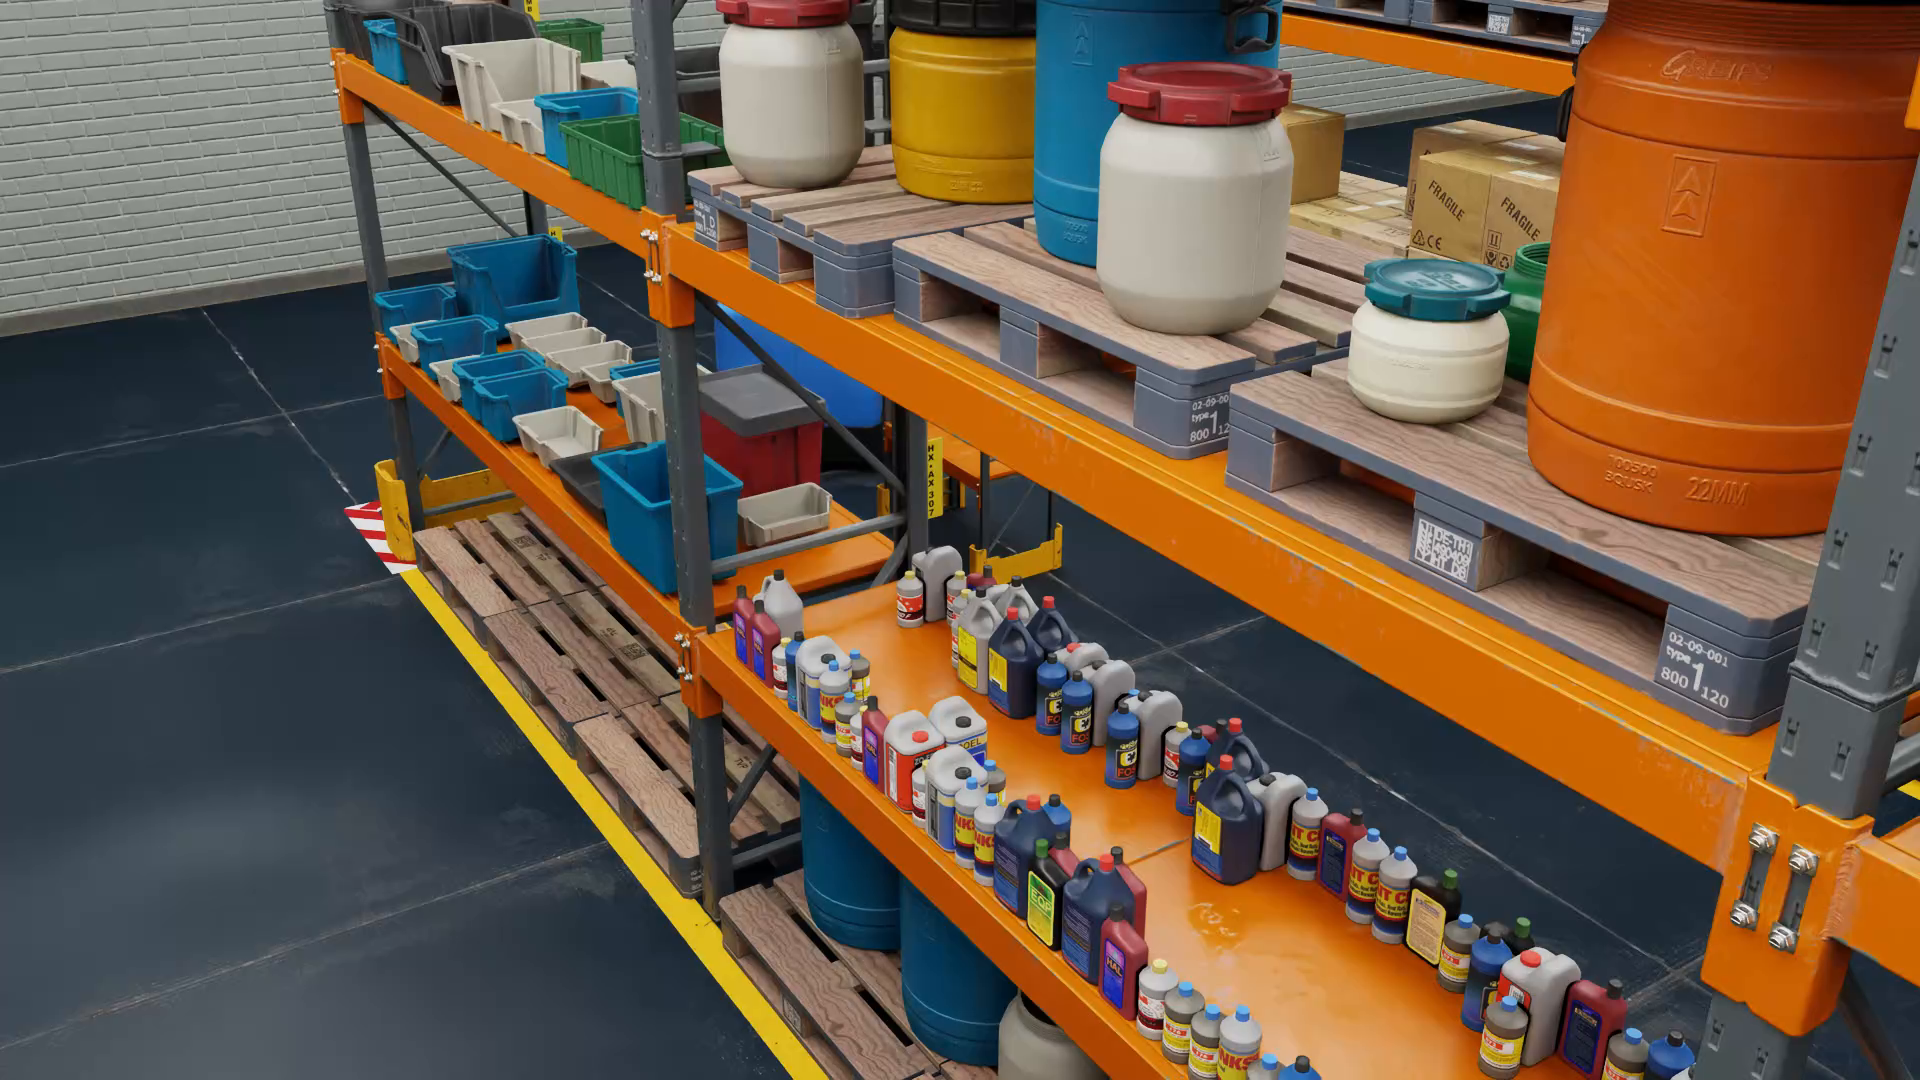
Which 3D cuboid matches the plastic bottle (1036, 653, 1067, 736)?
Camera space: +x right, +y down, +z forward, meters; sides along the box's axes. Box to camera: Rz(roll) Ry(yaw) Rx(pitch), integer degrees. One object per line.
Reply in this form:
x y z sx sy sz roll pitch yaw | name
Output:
0.294 0.489 5.351 0.097 0.271 0.097 0 25 0 | plastic bottle

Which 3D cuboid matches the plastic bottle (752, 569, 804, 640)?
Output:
-0.630 0.257 5.750 0.144 0.351 0.185 -16 29 -30 | plastic bottle

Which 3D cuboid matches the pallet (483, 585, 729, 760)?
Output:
-1.677 0.589 8.256 1.003 0.211 1.213 -16 29 -30 | pallet

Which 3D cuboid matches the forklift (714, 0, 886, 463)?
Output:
-0.971 -2.406 11.414 1.130 2.935 3.031 1 25 2 | forklift

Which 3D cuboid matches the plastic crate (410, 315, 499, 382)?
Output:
-2.538 -0.963 8.402 0.416 0.233 0.300 -16 29 -30 | plastic crate

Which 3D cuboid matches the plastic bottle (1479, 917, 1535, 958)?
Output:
1.358 1.048 4.153 0.061 0.283 0.133 -16 29 -30 | plastic bottle

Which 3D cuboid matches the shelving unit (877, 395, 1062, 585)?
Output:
0.042 -0.651 9.372 0.587 1.500 1.083 -16 29 -30 | shelving unit

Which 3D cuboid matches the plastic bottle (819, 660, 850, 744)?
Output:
-0.399 0.510 5.307 0.097 0.271 0.097 0 25 0 | plastic bottle

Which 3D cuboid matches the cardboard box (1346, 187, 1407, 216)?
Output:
2.723 -1.973 10.243 0.500 0.250 0.500 -15 29 -29 | cardboard box

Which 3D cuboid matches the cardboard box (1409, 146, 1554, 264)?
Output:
2.832 -1.824 9.049 0.500 0.500 0.500 -15 29 -29 | cardboard box

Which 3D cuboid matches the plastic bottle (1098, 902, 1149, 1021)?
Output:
0.409 1.048 4.153 0.061 0.283 0.133 -16 29 -30 | plastic bottle

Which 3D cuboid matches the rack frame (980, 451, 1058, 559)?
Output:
0.324 -0.466 8.980 0.500 1.500 0.032 -16 29 -30 | rack frame

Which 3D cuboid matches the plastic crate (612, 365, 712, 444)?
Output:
-1.252 -0.544 7.458 0.437 0.282 0.530 -16 29 -30 | plastic crate

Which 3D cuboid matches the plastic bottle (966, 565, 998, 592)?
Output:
0.078 0.209 5.930 0.061 0.283 0.133 -16 29 -30 | plastic bottle

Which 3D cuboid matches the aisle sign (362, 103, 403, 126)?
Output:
-3.044 -2.544 8.581 0.394 0.787 0.004 -16 29 -30 | aisle sign

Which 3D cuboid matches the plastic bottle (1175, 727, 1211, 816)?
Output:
0.696 0.681 4.944 0.097 0.271 0.097 0 25 0 | plastic bottle

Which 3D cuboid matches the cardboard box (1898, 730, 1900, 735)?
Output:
4.432 0.179 7.855 1.225 0.875 0.875 -17 30 -31 | cardboard box

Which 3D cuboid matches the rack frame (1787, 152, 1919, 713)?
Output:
1.611 -1.264 1.886 1.000 3.000 0.127 -16 29 -30 | rack frame

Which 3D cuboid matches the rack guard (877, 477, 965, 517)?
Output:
-0.230 -0.264 10.016 0.587 0.250 0.087 -16 29 -30 | rack guard

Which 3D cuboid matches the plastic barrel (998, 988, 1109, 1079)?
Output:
0.330 1.628 5.210 0.421 0.512 0.421 0 25 0 | plastic barrel

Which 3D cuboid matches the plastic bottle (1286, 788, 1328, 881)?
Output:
0.975 0.816 4.658 0.097 0.271 0.097 0 25 0 | plastic bottle

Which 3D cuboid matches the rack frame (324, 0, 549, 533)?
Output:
-2.756 -1.412 9.228 1.000 3.000 0.127 -16 29 -30 | rack frame

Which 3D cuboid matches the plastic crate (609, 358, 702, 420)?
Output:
-1.420 -0.689 7.821 0.416 0.233 0.300 -16 29 -30 | plastic crate

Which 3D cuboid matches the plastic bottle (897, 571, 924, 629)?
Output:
-0.181 0.210 6.025 0.097 0.201 0.097 0 25 0 | plastic bottle

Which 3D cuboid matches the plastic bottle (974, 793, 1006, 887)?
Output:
0.087 0.828 4.634 0.097 0.271 0.097 0 25 0 | plastic bottle

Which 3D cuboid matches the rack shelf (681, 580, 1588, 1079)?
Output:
0.519 1.059 4.835 1.077 0.370 4.000 -16 29 -30 | rack shelf

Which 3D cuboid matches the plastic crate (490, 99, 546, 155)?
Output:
-1.586 -1.585 6.389 0.293 0.136 0.466 -16 29 -30 | plastic crate

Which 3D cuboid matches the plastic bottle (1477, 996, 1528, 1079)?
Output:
1.299 1.179 3.971 0.097 0.201 0.097 0 25 0 | plastic bottle

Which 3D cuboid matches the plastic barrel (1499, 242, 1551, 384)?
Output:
1.225 -0.460 3.386 0.294 0.245 0.294 0 25 0 | plastic barrel

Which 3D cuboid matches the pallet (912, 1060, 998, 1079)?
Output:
0.484 2.002 5.262 1.003 0.211 1.213 -16 29 -30 | pallet

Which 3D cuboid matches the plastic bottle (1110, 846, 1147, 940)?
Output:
0.429 0.948 4.365 0.061 0.283 0.133 -16 29 -30 | plastic bottle

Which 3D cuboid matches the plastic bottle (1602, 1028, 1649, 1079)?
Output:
1.552 1.226 3.872 0.097 0.201 0.097 0 25 0 | plastic bottle

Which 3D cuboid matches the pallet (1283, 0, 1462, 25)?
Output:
2.478 -3.183 9.569 1.003 0.211 1.213 -16 29 -30 | pallet

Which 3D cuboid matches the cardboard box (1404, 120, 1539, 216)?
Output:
2.980 -2.135 9.709 0.500 0.500 0.500 -17 30 -31 | cardboard box

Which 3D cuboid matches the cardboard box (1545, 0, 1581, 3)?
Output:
3.100 -3.039 8.433 0.700 0.500 0.500 -18 30 -33 | cardboard box

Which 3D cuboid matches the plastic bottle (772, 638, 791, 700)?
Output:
-0.579 0.424 5.572 0.097 0.201 0.097 0 25 0 | plastic bottle

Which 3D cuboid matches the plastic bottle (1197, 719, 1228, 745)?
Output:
0.753 0.651 4.994 0.061 0.283 0.133 -16 29 -30 | plastic bottle

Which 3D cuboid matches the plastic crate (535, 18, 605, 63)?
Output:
-1.978 -2.387 8.026 0.450 0.188 0.336 -16 29 -30 | plastic crate

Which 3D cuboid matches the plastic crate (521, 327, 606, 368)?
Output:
-2.013 -0.964 8.516 0.396 0.136 0.243 -16 29 -30 | plastic crate

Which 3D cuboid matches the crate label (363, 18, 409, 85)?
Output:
-2.523 -2.296 7.761 0.408 0.251 0.502 -16 29 -30 | crate label

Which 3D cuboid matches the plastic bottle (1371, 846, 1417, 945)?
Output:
1.154 0.934 4.409 0.097 0.271 0.097 0 25 0 | plastic bottle

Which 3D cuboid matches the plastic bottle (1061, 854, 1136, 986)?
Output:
0.357 0.951 4.280 0.144 0.351 0.185 -16 29 -30 | plastic bottle

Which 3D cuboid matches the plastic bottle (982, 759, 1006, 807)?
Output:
0.087 0.741 4.899 0.097 0.201 0.097 0 25 0 | plastic bottle

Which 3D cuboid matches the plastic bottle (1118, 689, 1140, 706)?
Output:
0.548 0.568 5.265 0.097 0.201 0.097 0 25 0 | plastic bottle

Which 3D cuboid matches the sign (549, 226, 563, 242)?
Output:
-2.304 -1.620 9.477 0.100 0.325 0.005 -16 29 -30 | sign

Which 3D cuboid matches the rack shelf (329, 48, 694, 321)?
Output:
-1.664 -1.728 7.226 1.077 0.370 4.000 -16 29 -30 | rack shelf

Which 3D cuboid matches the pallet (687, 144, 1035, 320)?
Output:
-0.063 -0.995 5.052 1.213 0.211 1.003 -16 29 -30 | pallet

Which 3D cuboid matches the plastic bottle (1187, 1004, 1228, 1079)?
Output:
0.593 1.192 3.945 0.097 0.201 0.097 0 25 0 | plastic bottle

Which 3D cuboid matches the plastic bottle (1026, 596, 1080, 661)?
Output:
0.304 0.359 5.533 0.144 0.351 0.185 -16 29 -30 | plastic bottle

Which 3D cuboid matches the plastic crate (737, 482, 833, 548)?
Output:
-0.707 -0.089 6.664 0.396 0.136 0.243 -16 29 -30 | plastic crate

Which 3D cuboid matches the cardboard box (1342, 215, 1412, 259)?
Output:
2.553 -1.666 9.593 0.500 0.250 0.500 -15 29 -29 | cardboard box

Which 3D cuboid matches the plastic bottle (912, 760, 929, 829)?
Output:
-0.093 0.742 4.898 0.097 0.201 0.097 0 25 0 | plastic bottle

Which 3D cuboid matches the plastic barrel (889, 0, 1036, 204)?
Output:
0.096 -1.334 4.836 0.600 0.588 0.600 0 25 0 | plastic barrel

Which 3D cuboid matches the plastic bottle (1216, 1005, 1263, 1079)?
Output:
0.647 1.195 3.856 0.097 0.271 0.097 0 25 0 | plastic bottle

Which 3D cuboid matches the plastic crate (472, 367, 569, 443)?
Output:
-2.015 -0.620 7.676 0.416 0.233 0.300 -16 29 -30 | plastic crate
